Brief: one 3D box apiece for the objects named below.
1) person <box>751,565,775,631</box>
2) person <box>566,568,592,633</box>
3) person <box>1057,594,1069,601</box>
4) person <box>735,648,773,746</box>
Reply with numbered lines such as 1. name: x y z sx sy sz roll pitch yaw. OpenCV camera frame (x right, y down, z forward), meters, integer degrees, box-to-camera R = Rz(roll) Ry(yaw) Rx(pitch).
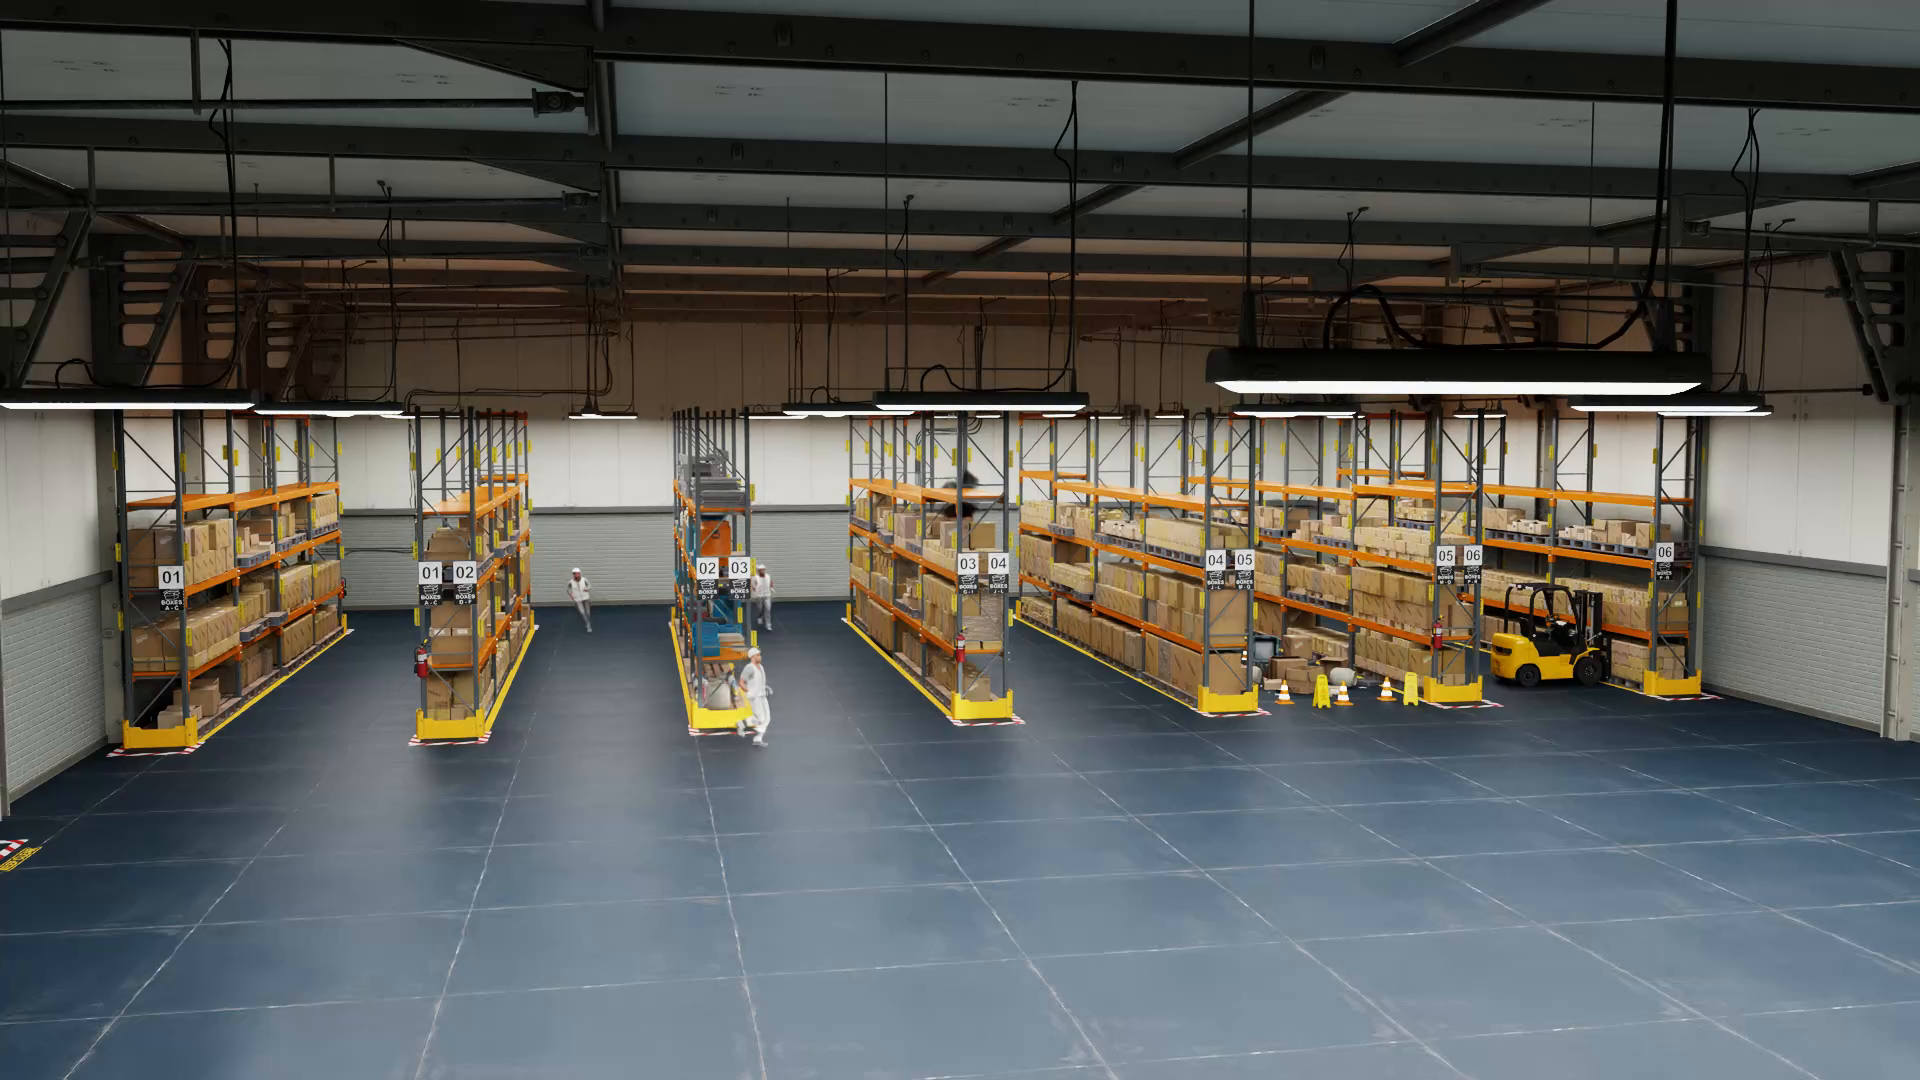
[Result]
1. person: -5.442 1.575 45.817 0.702 1.786 0.986 -1 4 -20
2. person: -10.376 1.629 45.325 0.667 1.752 0.930 -2 4 -23
3. person: 2.893 1.275 49.903 0.972 1.765 0.699 -2 4 -23
4. person: -3.649 2.772 29.397 0.616 1.741 0.668 2 4 23
